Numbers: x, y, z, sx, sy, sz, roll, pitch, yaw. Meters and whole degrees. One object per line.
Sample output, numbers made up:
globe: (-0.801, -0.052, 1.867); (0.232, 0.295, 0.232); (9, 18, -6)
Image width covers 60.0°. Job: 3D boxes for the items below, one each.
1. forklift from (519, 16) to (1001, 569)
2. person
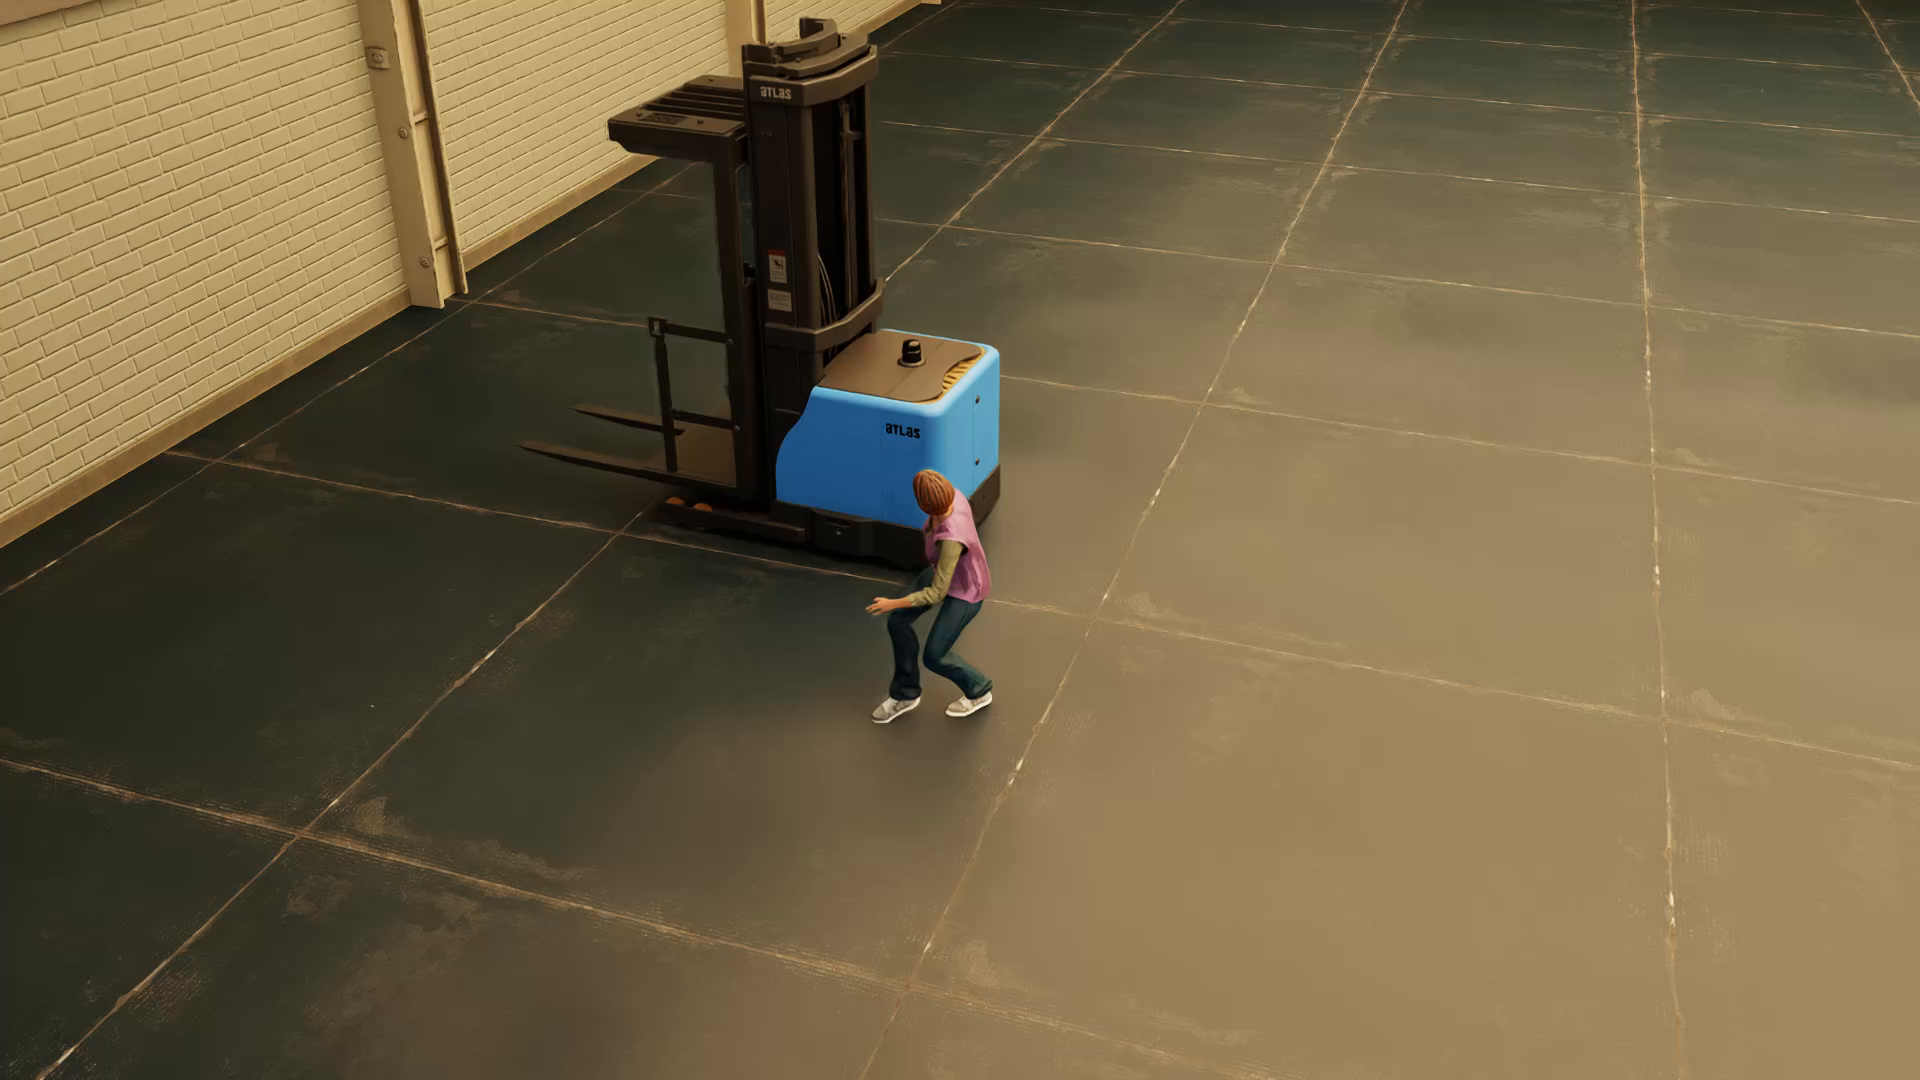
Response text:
forklift: (-1.316, -1.560, 9.873); (3.031, 2.935, 1.130); (11, 32, 19)
person: (-0.176, 0.238, 8.274); (0.688, 1.421, 0.636); (-12, 32, -20)
